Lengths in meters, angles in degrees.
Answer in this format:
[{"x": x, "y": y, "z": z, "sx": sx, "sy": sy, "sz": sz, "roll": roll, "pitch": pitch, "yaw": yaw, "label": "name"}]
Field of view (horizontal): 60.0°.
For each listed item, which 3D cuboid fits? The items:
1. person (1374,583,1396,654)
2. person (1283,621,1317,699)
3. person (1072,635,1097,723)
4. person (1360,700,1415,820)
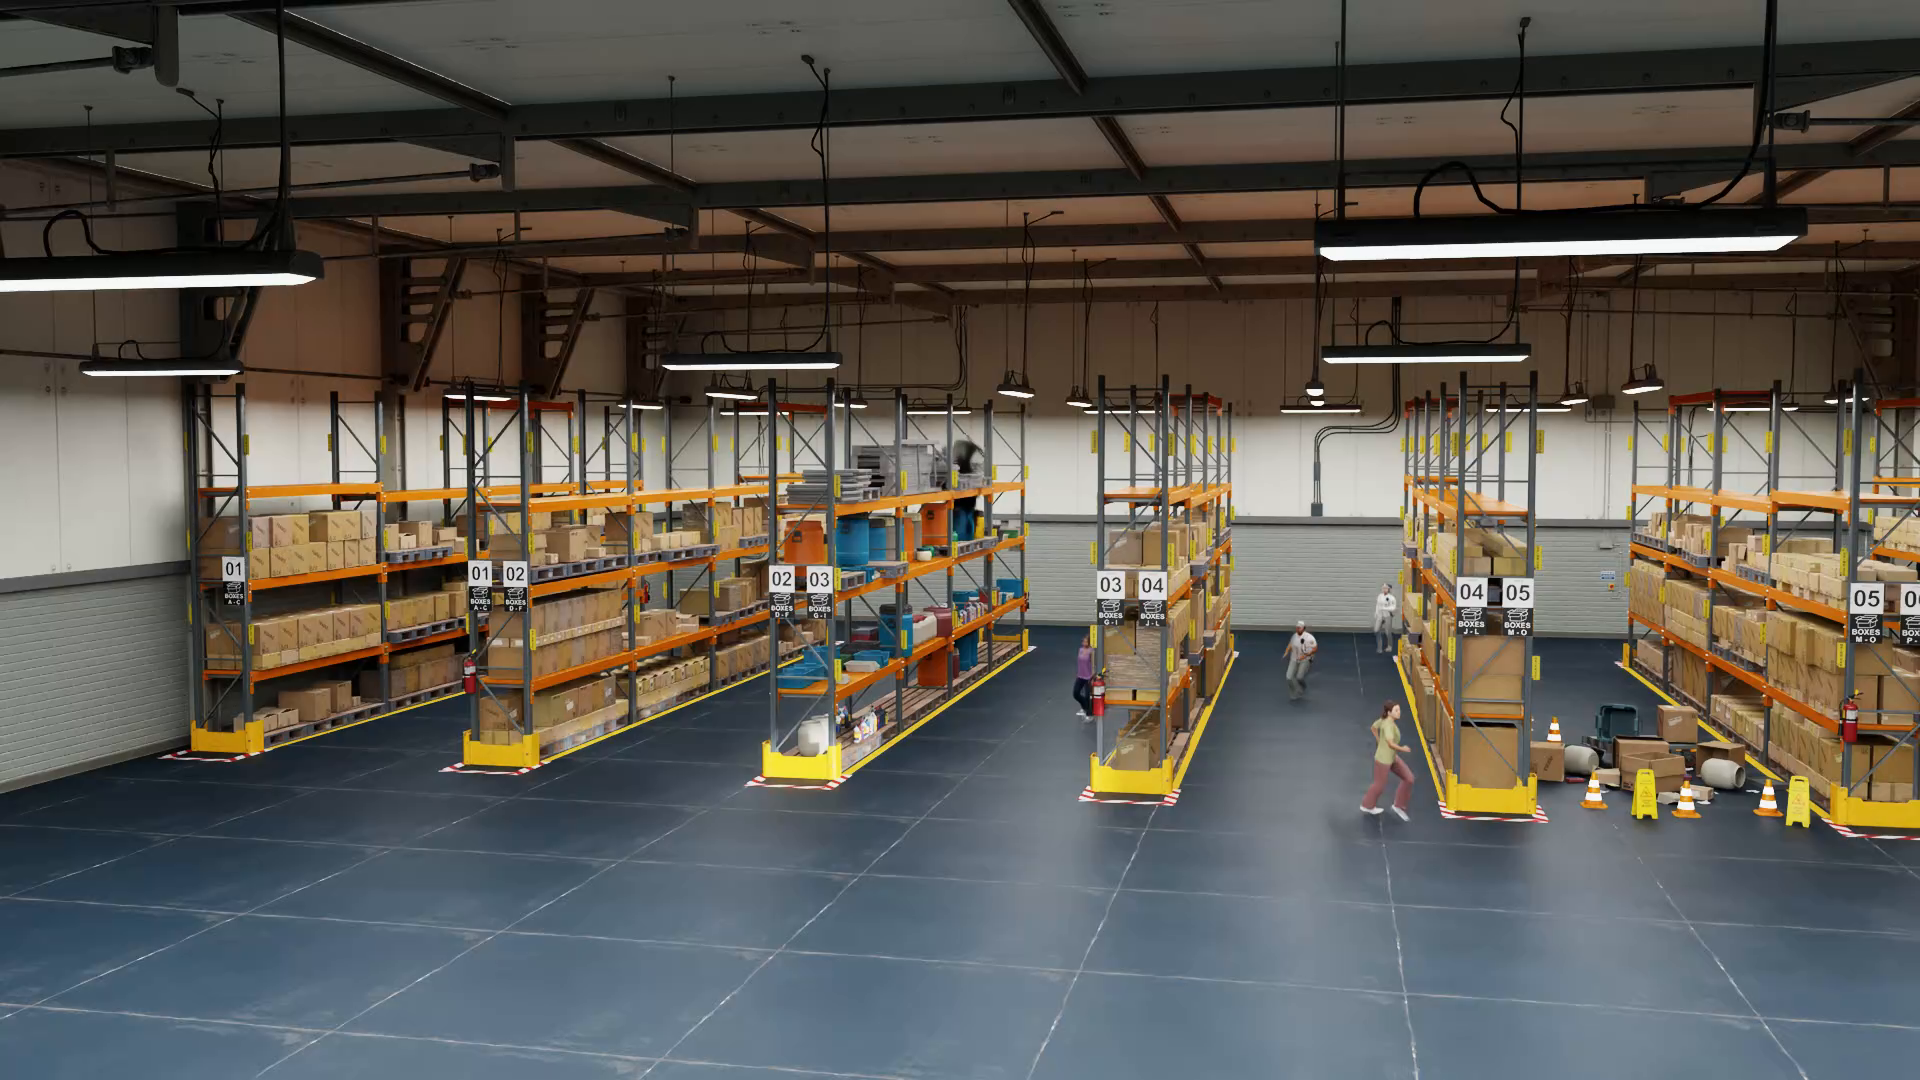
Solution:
[{"x": 10.184, "y": 1.879, "z": 39.899, "sx": 0.573, "sy": 1.718, "sz": 0.695, "roll": 2, "pitch": 4, "yaw": 37, "label": "person"}, {"x": 6.705, "y": 2.372, "z": 32.683, "sx": 0.674, "sy": 1.576, "sz": 0.518, "roll": 2, "pitch": 4, "yaw": 37, "label": "person"}, {"x": 2.282, "y": 2.497, "z": 29.973, "sx": 0.431, "sy": 1.609, "sz": 0.534, "roll": -3, "pitch": 5, "yaw": -45, "label": "person"}, {"x": 5.622, "y": 2.936, "z": 22.069, "sx": 0.738, "sy": 1.665, "sz": 0.636, "roll": 2, "pitch": 4, "yaw": 33, "label": "person"}]
